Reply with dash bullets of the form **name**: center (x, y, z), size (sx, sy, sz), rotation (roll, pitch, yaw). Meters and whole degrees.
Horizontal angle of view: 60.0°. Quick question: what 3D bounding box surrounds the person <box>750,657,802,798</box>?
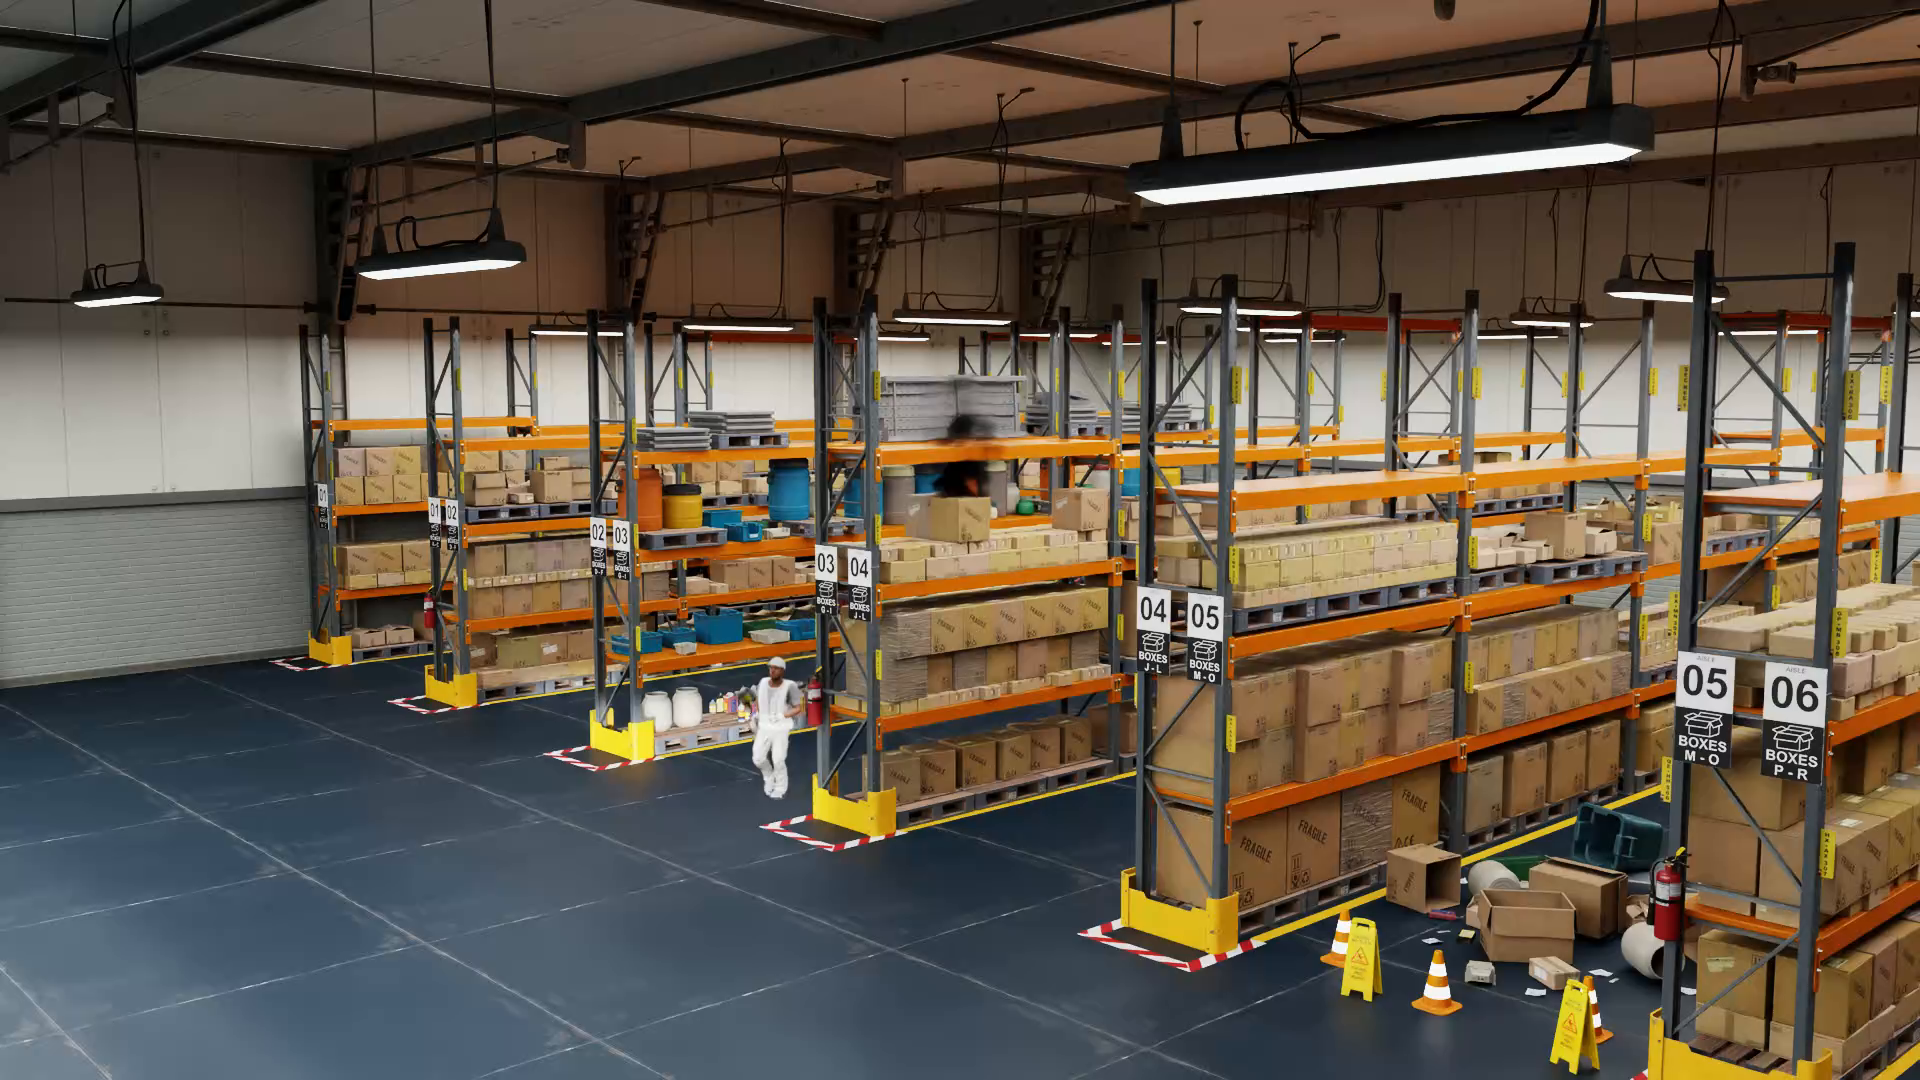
- **person**: center (-2.244, 2.272, 20.032), size (0.669, 1.733, 0.577), rotation (2, 6, 18)
